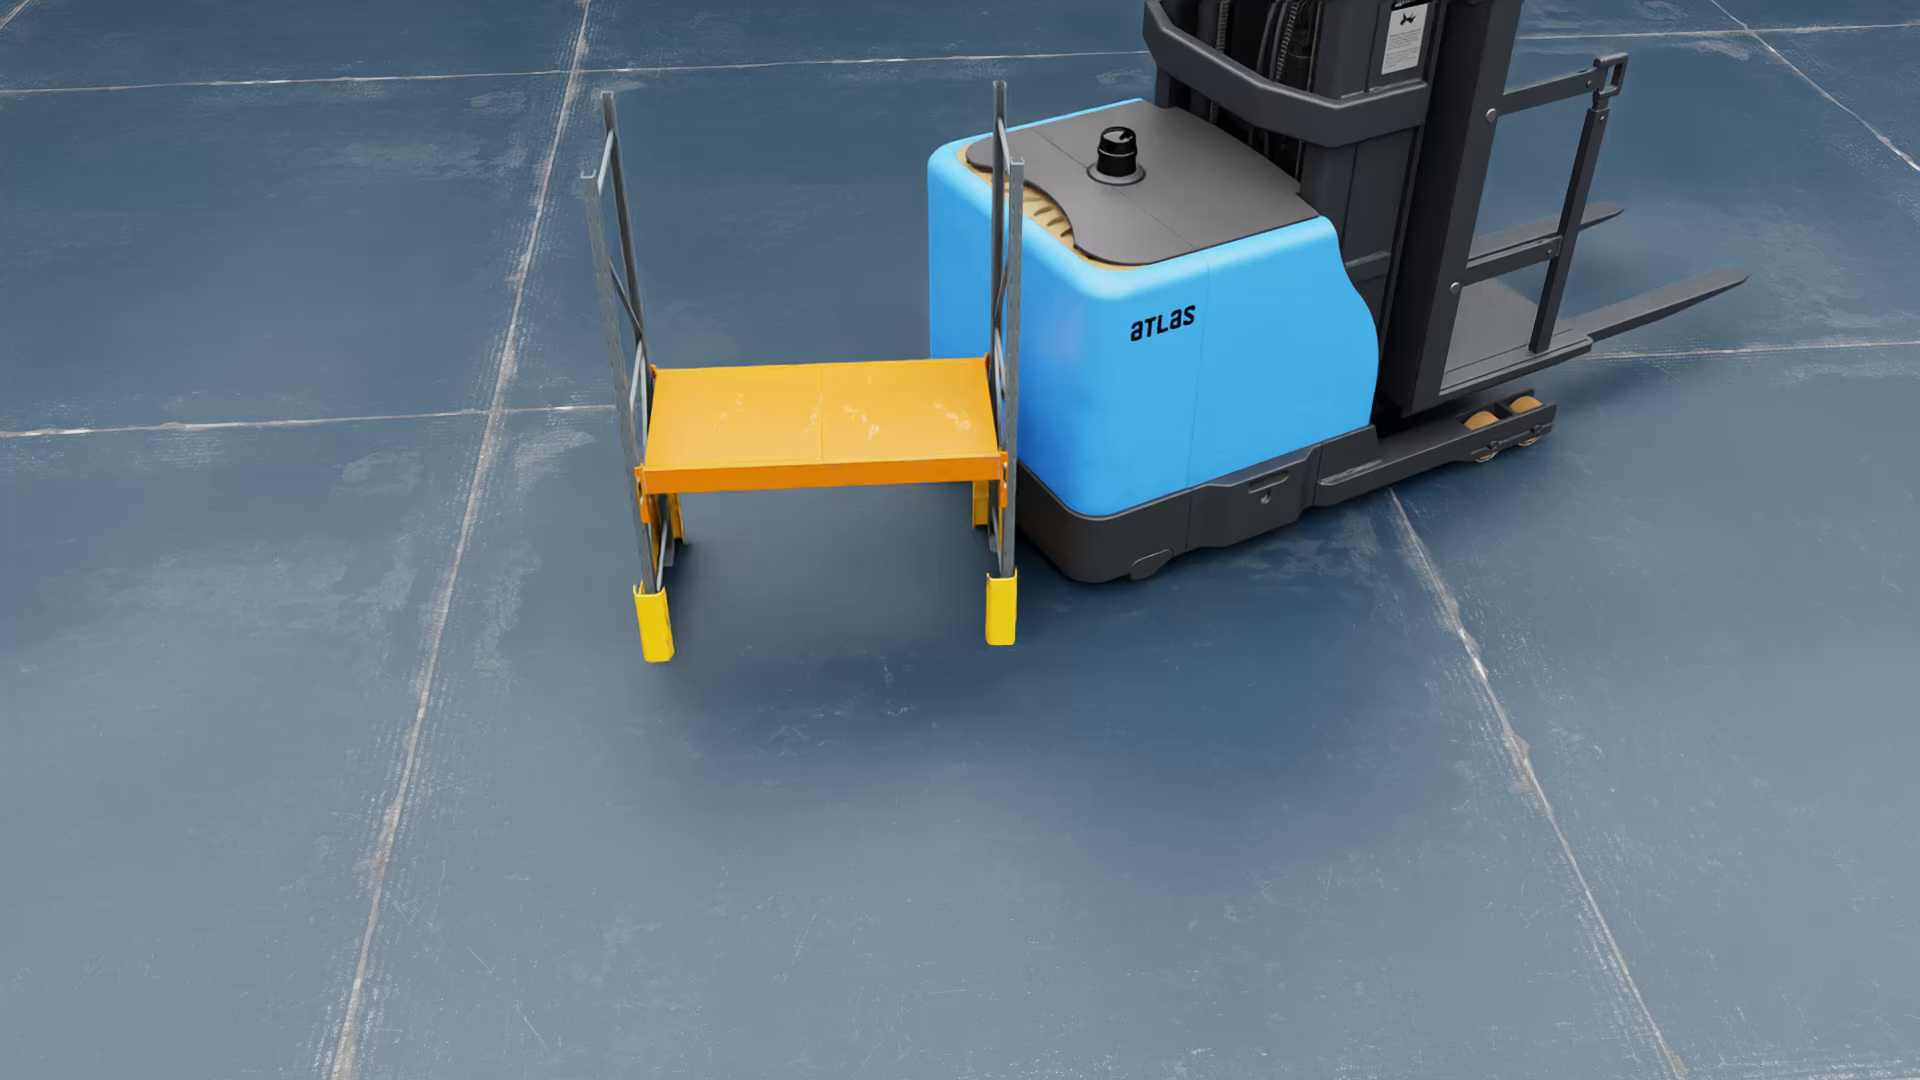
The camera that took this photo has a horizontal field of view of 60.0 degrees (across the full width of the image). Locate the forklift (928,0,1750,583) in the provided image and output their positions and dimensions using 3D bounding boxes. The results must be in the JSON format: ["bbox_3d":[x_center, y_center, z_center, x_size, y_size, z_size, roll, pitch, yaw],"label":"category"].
[{"bbox_3d":[1.428,-1.680,5.013,3.031,2.935,1.130,-19,42,-22],"label":"forklift"}]

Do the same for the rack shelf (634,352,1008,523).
[{"bbox_3d":[-0.387,-0.298,4.708,1.000,0.185,0.538,-3,38,-3],"label":"rack shelf"}]

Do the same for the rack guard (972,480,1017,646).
[{"bbox_3d":[0.101,0.030,5.010,0.087,0.250,0.587,-3,38,-3],"label":"rack guard"}]

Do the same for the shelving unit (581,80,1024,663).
[{"bbox_3d":[-0.396,-0.439,4.596,1.083,1.500,0.587,-3,38,-3],"label":"shelving unit"}]

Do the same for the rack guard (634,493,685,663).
[{"bbox_3d":[-0.892,0.073,4.955,0.087,0.250,0.587,-3,38,-3],"label":"rack guard"}]

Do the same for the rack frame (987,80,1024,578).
[{"bbox_3d":[0.120,-0.462,4.624,0.032,1.500,0.500,-3,38,-3],"label":"rack frame"}]

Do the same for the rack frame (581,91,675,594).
[{"bbox_3d":[-0.894,-0.417,4.568,0.032,1.500,0.500,-3,38,-3],"label":"rack frame"}]
